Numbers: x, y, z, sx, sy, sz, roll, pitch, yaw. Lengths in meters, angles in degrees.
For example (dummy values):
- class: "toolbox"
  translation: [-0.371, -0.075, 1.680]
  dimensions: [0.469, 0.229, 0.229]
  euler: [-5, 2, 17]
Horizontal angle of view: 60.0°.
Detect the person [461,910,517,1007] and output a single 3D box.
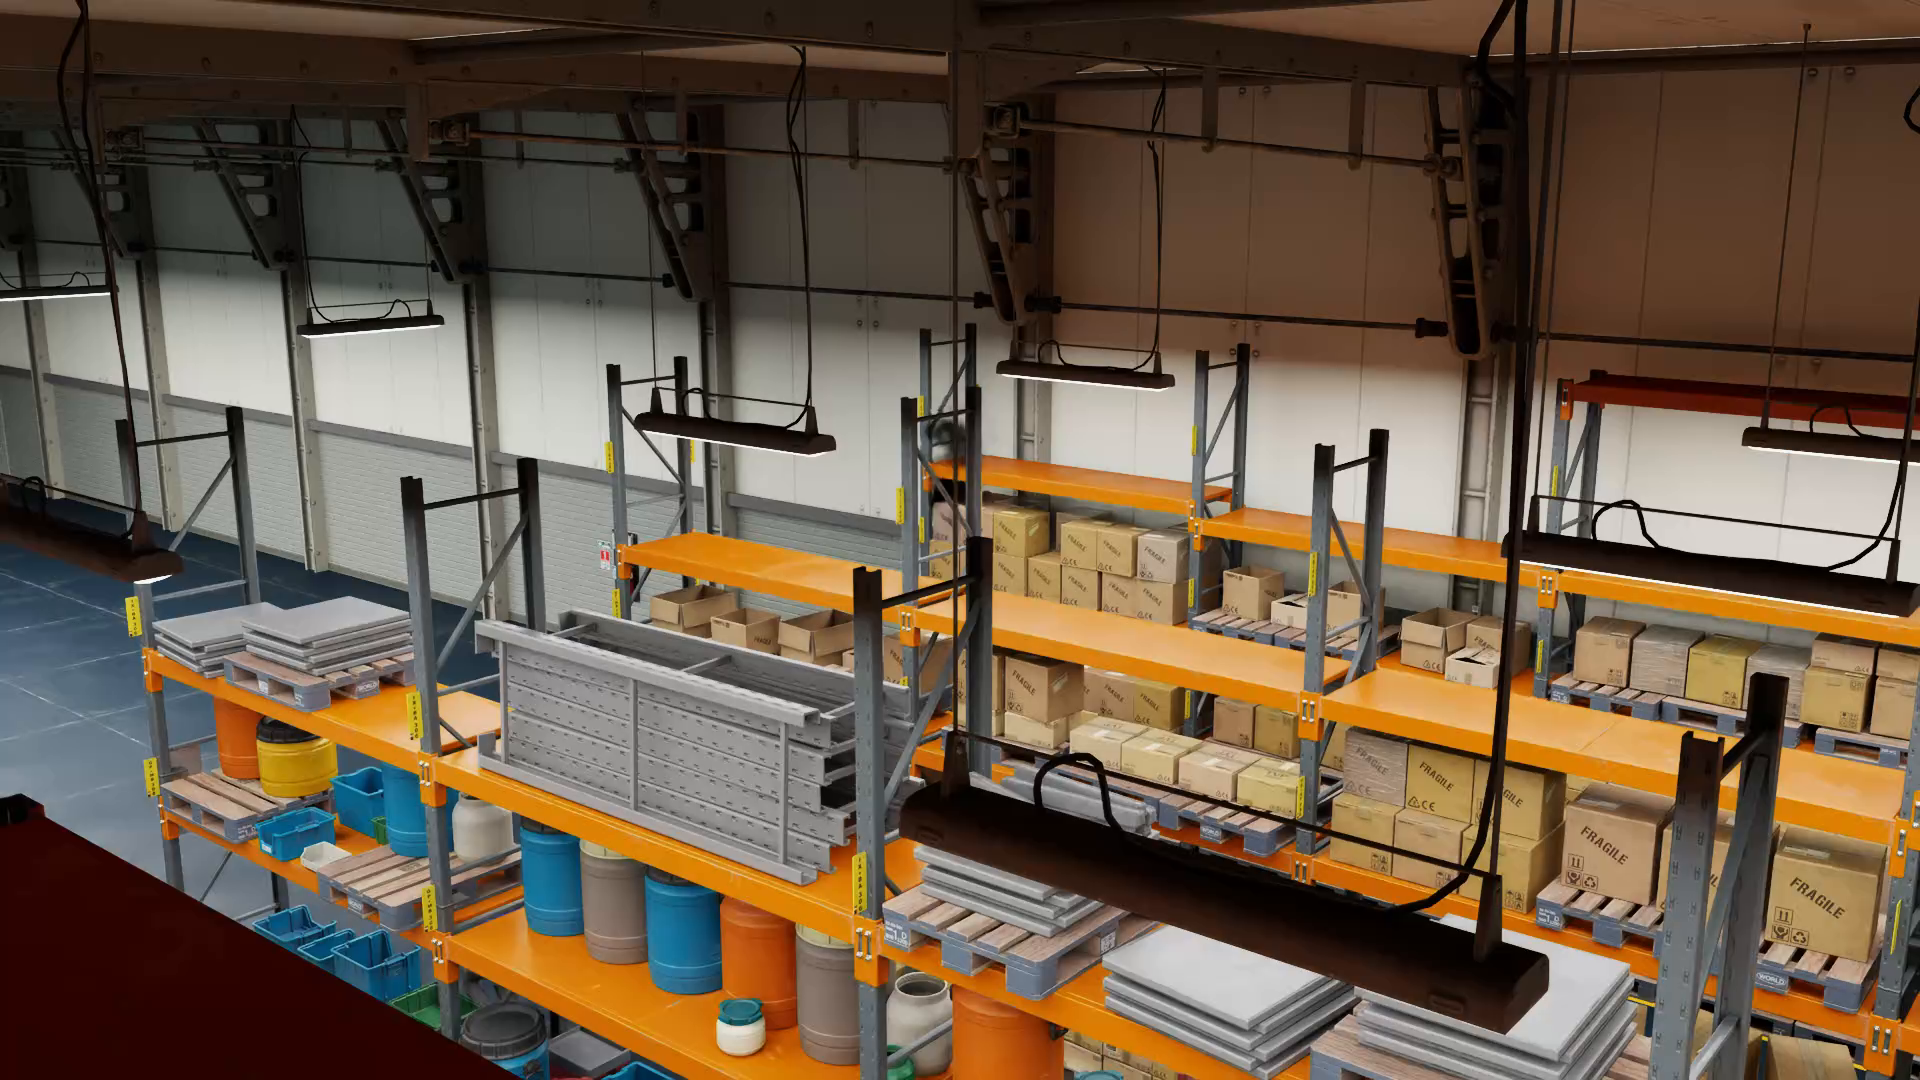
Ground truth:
- class: "person"
  translation: [-4.382, 3.851, 15.450]
  dimensions: [0.649, 1.628, 0.549]
  euler: [8, 15, 31]
